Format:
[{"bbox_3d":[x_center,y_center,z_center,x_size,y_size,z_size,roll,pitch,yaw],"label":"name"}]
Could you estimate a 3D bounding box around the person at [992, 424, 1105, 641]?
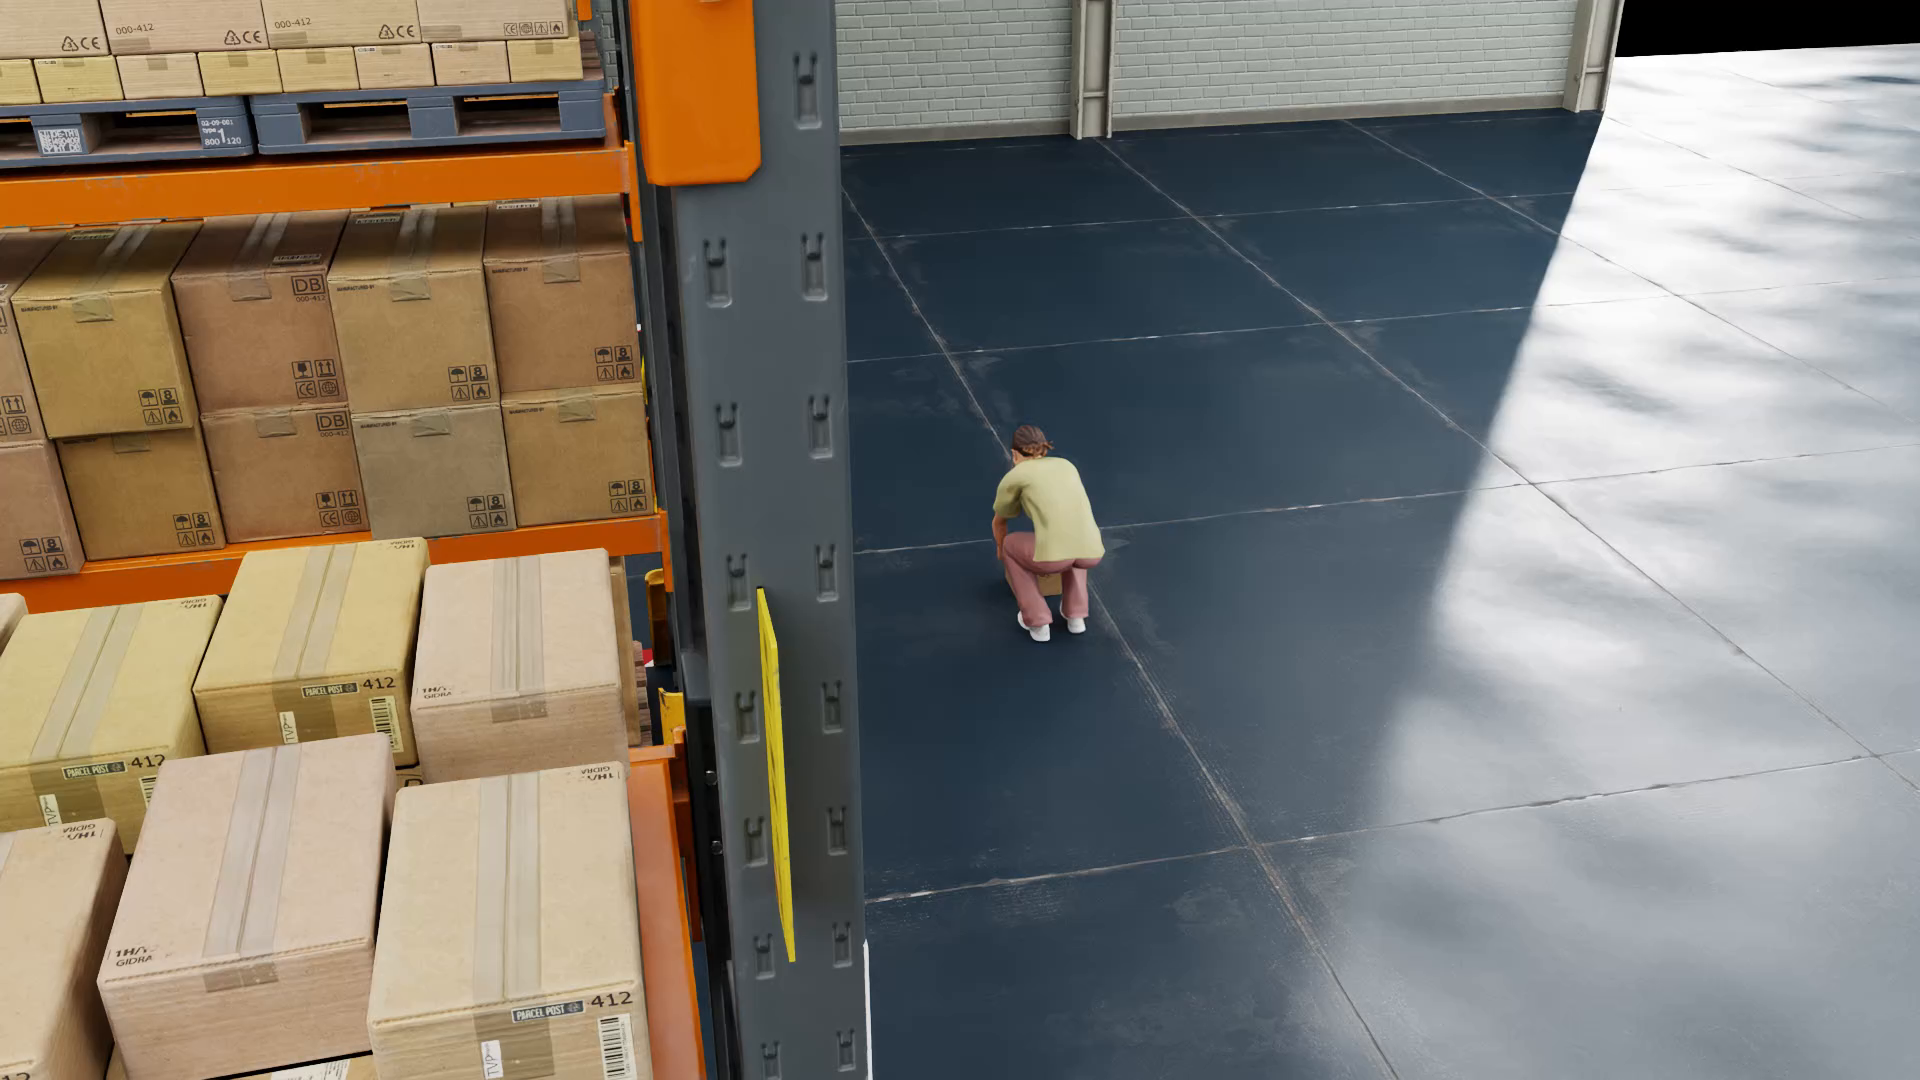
[{"bbox_3d":[0.435,-0.024,8.444,0.487,0.974,0.787,-6,27,-12],"label":"person"}]
